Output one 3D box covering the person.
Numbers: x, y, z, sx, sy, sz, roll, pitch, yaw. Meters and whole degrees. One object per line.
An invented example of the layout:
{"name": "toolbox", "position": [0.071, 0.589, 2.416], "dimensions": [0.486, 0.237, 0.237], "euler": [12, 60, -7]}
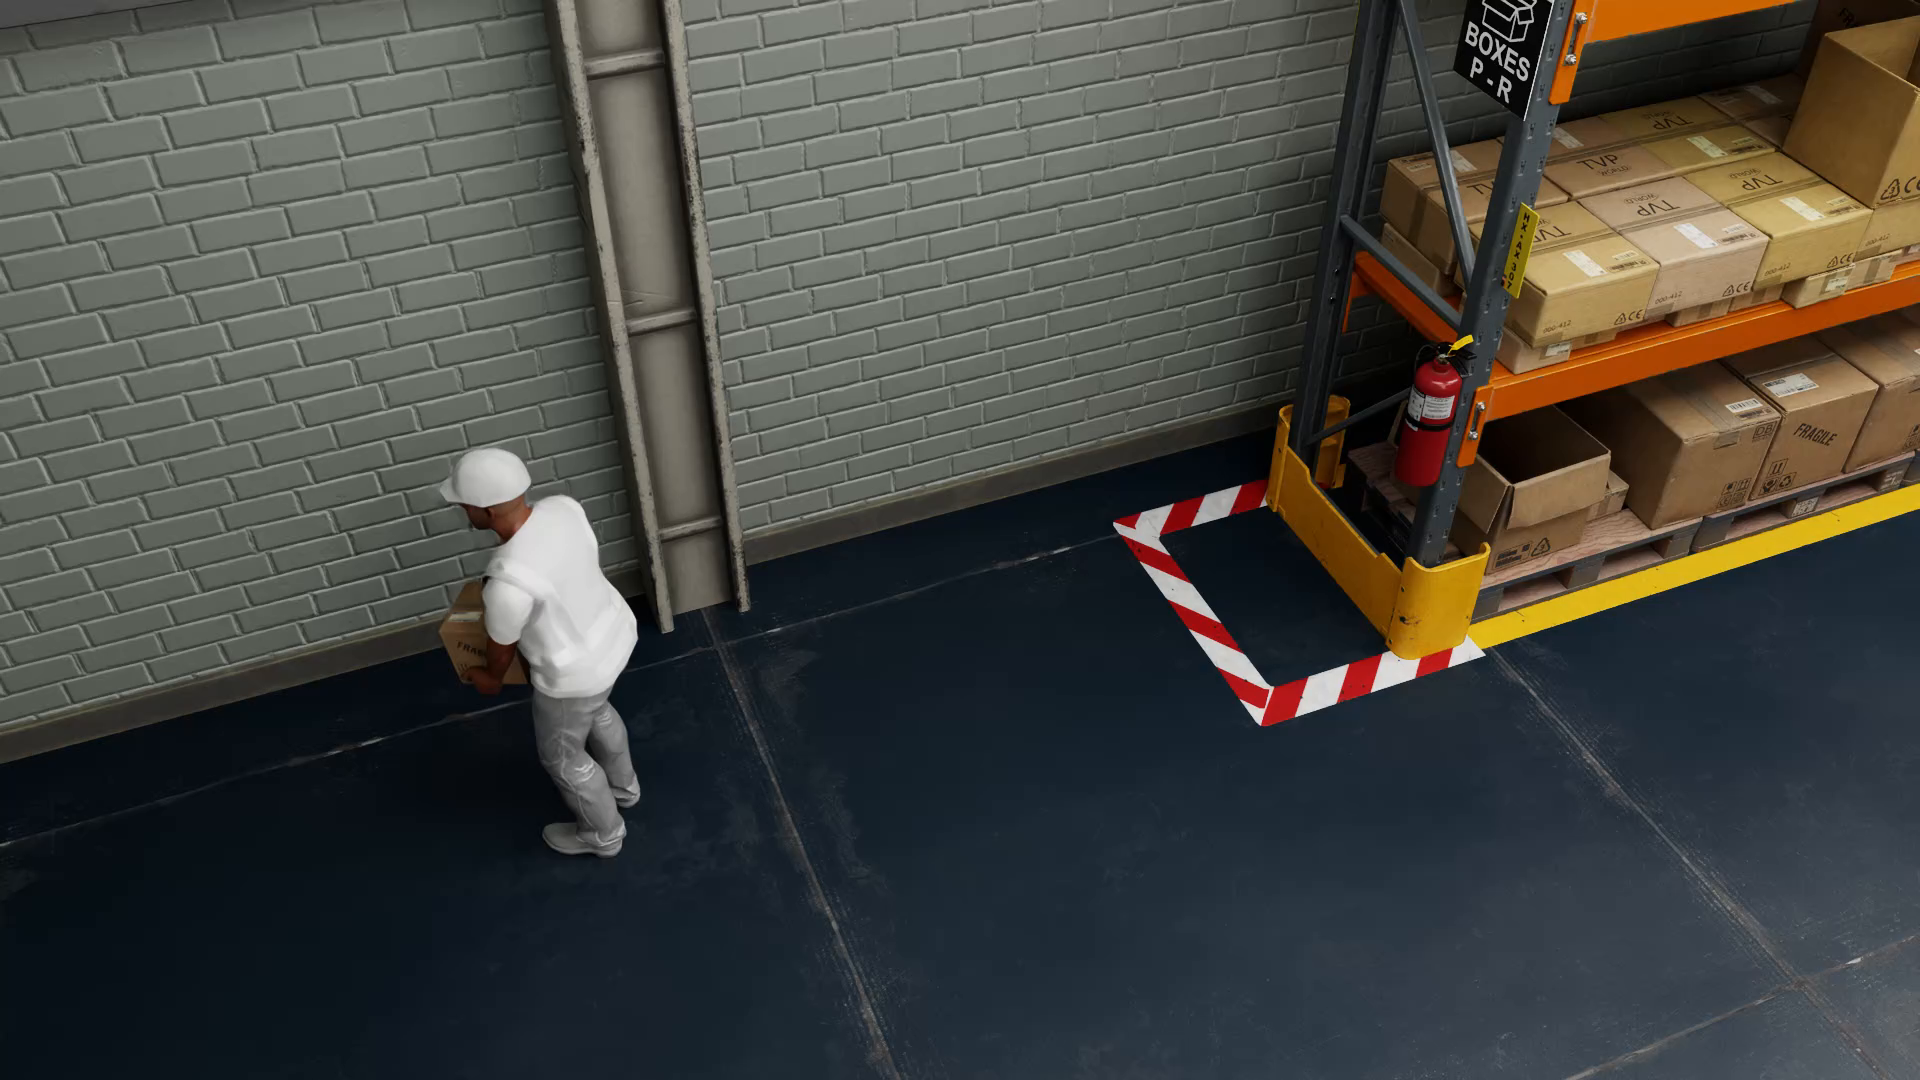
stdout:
{"name": "person", "position": [-1.422, 0.392, 5.720], "dimensions": [0.602, 1.736, 0.500], "euler": [10, 43, 11]}
